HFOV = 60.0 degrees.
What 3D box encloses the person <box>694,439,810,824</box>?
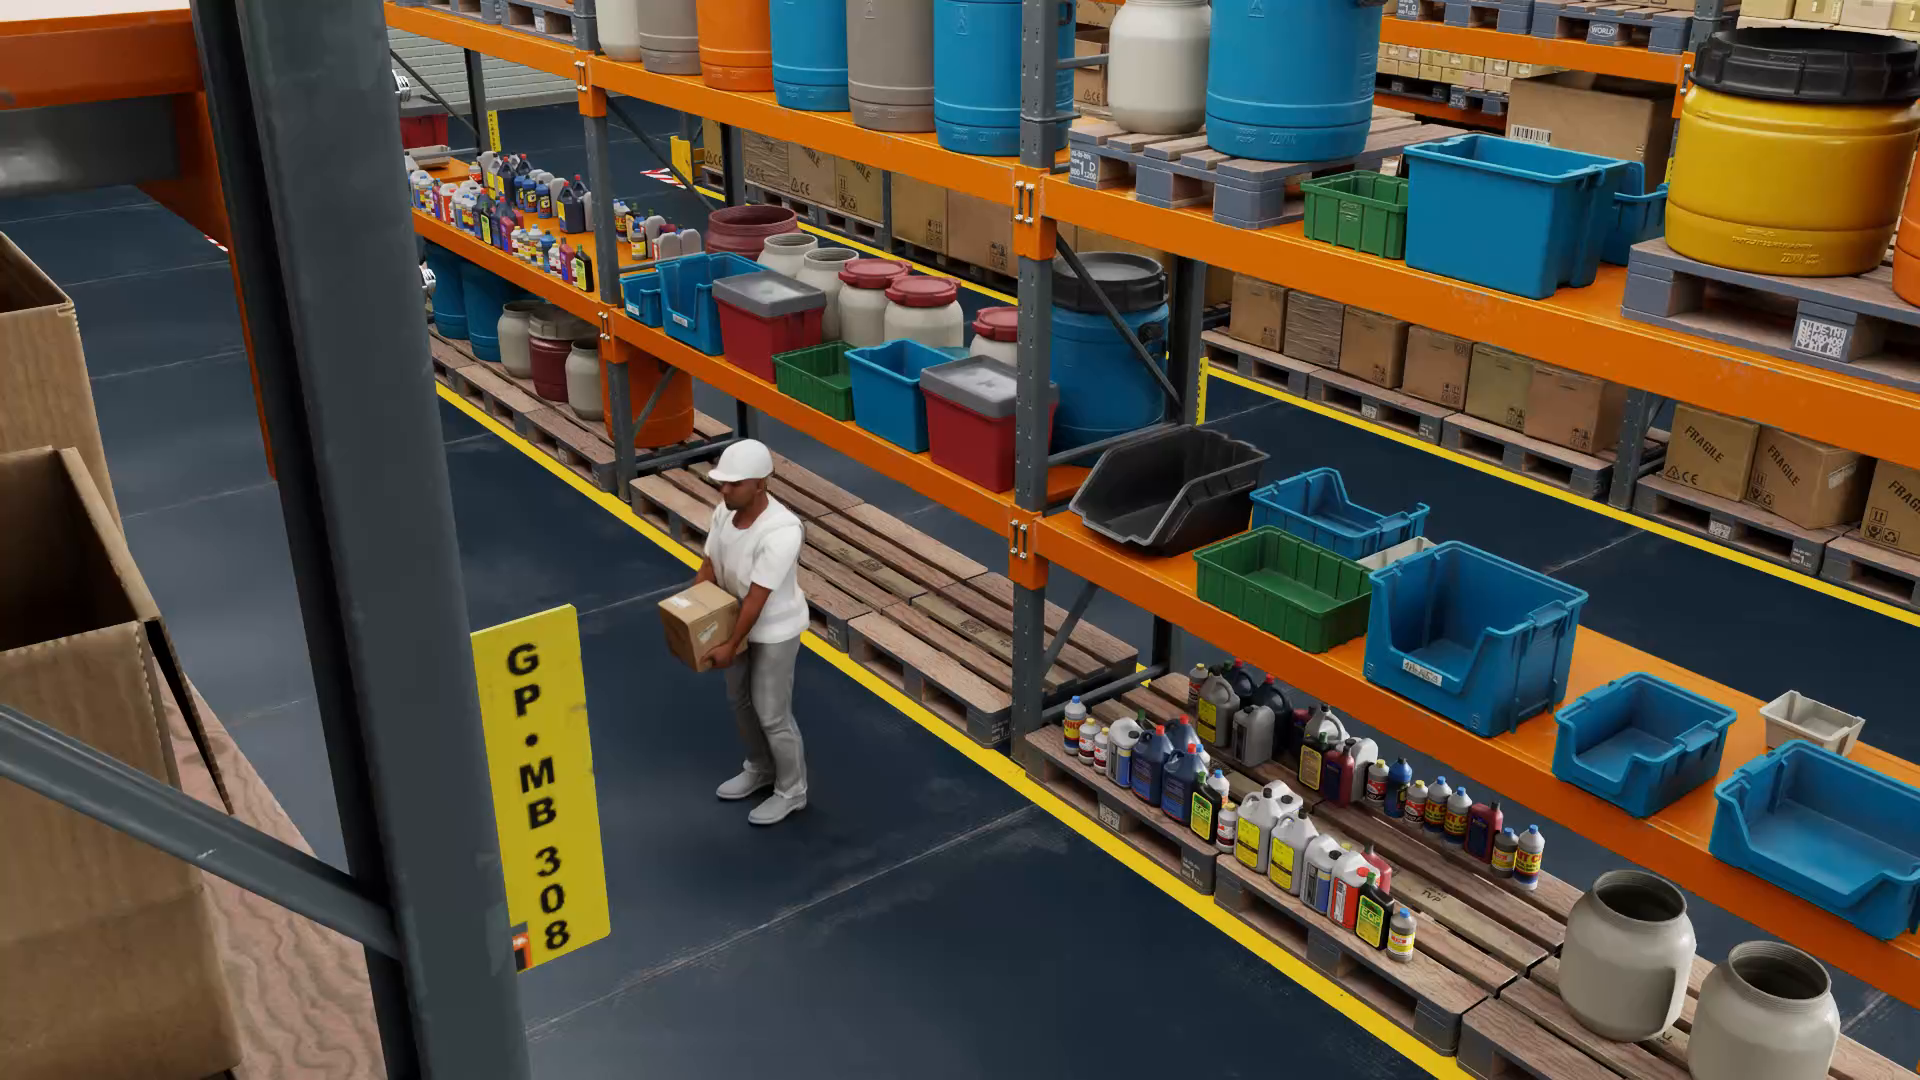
[{"bbox_3d":[-0.942,0.412,7.180,0.576,1.761,0.505,-19,30,-35],"label":"person"}]
